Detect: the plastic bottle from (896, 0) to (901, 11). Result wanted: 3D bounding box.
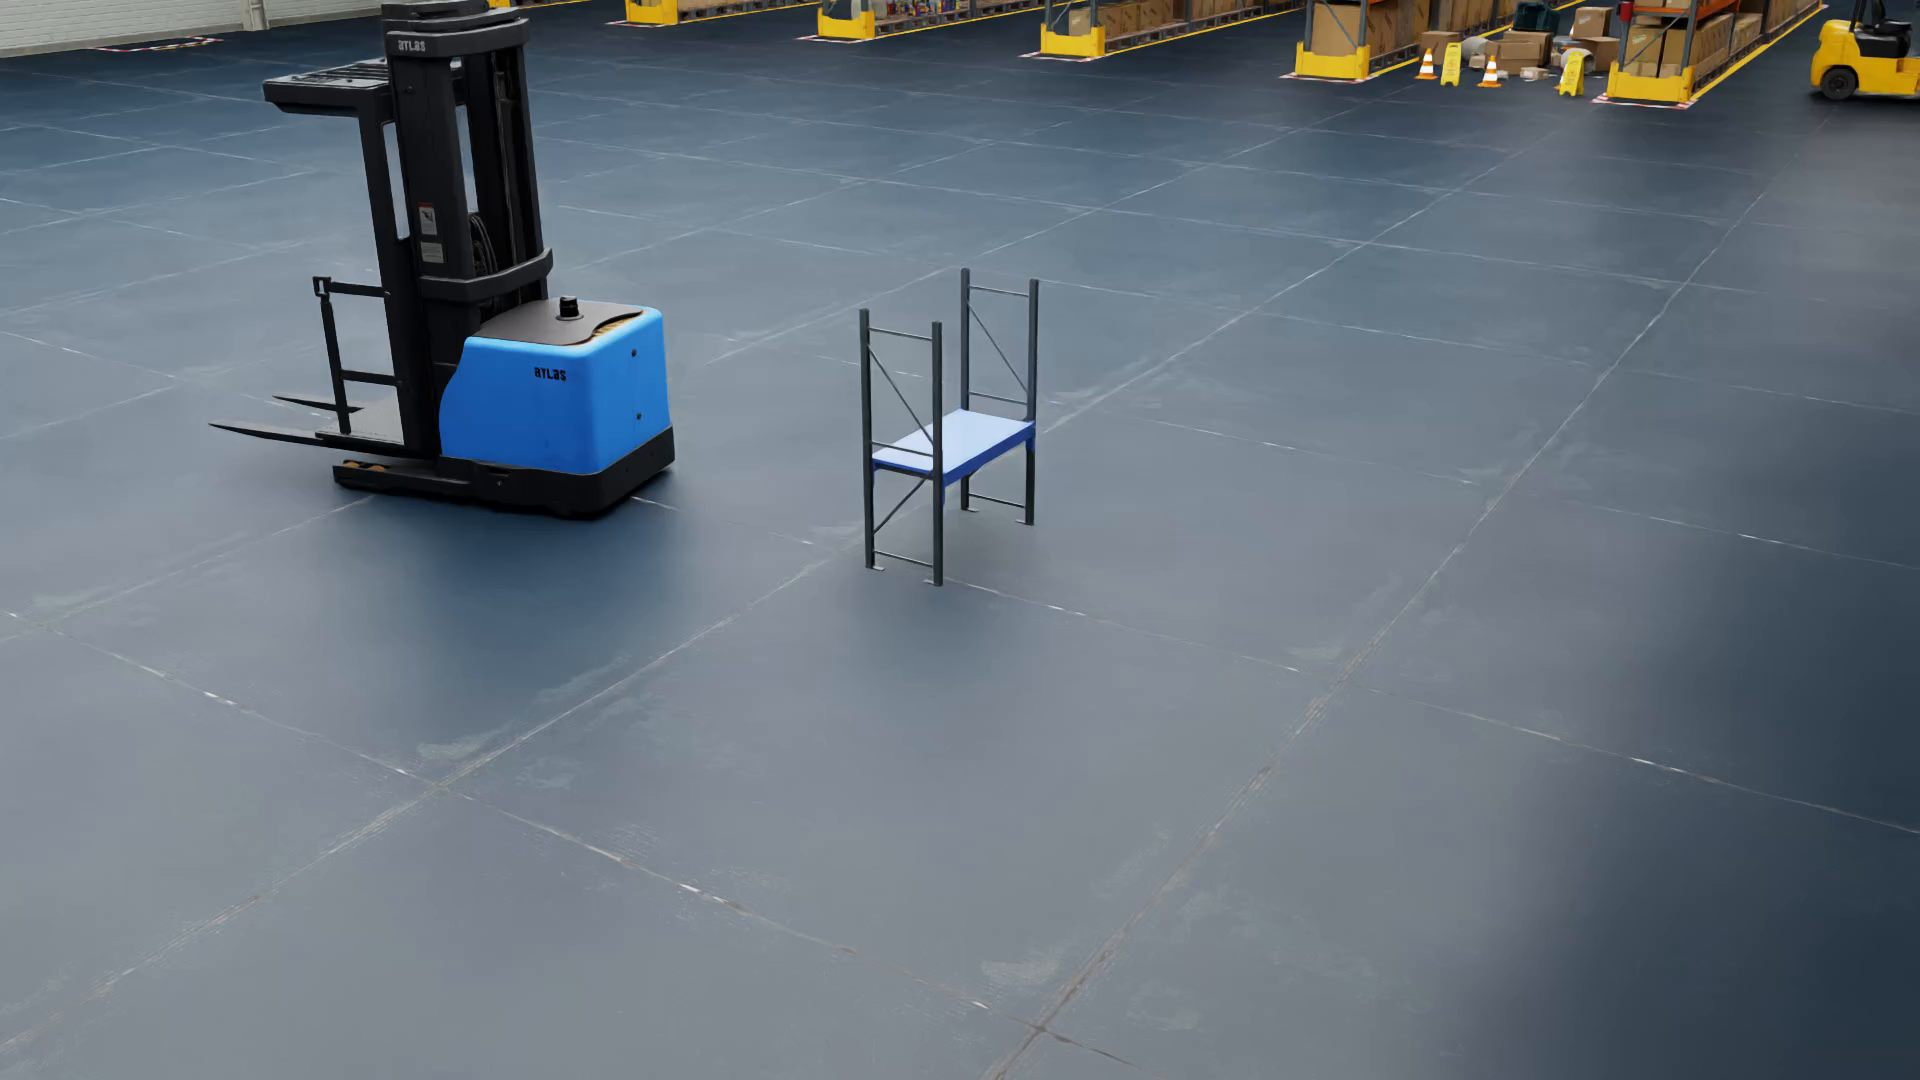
[{"bbox_3d":[-1.308,-11.063,34.309,0.144,0.351,0.185,15,28,31],"label":"plastic bottle"}]

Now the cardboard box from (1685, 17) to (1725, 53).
[{"bbox_3d":[11.900,-8.092,26.654,0.500,0.500,0.500,15,28,32],"label":"cardboard box"}]

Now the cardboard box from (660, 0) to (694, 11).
[{"bbox_3d":[-5.952,-11.286,34.978,0.500,0.250,0.500,14,27,29],"label":"cardboard box"}]

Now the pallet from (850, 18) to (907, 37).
[{"bbox_3d":[-1.785,-10.211,33.070,1.003,0.211,1.213,14,27,29],"label":"pallet"}]

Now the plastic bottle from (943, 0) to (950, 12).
[{"bbox_3d":[-0.304,-11.175,34.570,0.144,0.351,0.185,12,26,26],"label":"plastic bottle"}]

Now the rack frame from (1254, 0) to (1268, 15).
[{"bbox_3d":[6.210,-12.844,35.643,1.000,3.000,0.127,14,27,29],"label":"rack frame"}]

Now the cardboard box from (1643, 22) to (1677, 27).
[{"bbox_3d":[10.883,-7.844,26.082,0.500,0.500,0.500,15,28,31],"label":"cardboard box"}]

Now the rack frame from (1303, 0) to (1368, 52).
[{"bbox_3d":[6.150,-9.070,26.926,1.000,3.000,0.127,14,27,29],"label":"rack frame"}]

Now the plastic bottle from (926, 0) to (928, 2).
[{"bbox_3d":[-0.654,-11.004,34.258,0.061,0.283,0.133,14,27,29],"label":"plastic bottle"}]

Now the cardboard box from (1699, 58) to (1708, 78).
[{"bbox_3d":[11.345,-7.383,25.961,0.500,0.250,0.500,15,28,31],"label":"cardboard box"}]

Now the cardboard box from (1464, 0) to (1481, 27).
[{"bbox_3d":[9.514,-10.448,32.412,1.050,0.750,0.750,14,27,30],"label":"cardboard box"}]

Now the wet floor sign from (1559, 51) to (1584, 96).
[{"bbox_3d":[9.400,-7.147,25.446,0.232,0.644,0.267,-17,29,-35],"label":"wet floor sign"}]

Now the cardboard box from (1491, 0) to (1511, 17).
[{"bbox_3d":[10.960,-11.001,34.004,0.500,0.500,0.500,13,26,27],"label":"cardboard box"}]

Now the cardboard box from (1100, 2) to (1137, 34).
[{"bbox_3d":[2.966,-9.813,31.259,0.500,0.500,0.500,17,29,34],"label":"cardboard box"}]

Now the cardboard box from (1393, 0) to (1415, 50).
[{"bbox_3d":[7.397,-9.135,29.222,0.875,0.875,0.875,14,27,29],"label":"cardboard box"}]

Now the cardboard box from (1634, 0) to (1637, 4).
[{"bbox_3d":[10.464,-8.231,25.305,0.380,0.149,0.250,14,27,28],"label":"cardboard box"}]

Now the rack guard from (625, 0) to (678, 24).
[{"bbox_3d":[-6.437,-11.066,34.682,1.175,0.500,0.348,14,27,29],"label":"rack guard"}]

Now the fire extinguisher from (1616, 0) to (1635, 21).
[{"bbox_3d":[9.957,-8.089,24.758,0.296,0.674,0.183,14,27,29],"label":"fire extinguisher"}]

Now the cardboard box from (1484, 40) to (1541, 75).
[{"bbox_3d":[9.185,-8.045,27.700,0.797,0.503,0.637,-3,24,-7],"label":"cardboard box"}]

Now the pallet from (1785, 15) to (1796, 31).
[{"bbox_3d":[16.396,-10.561,33.880,1.003,0.211,1.213,14,27,29],"label":"pallet"}]

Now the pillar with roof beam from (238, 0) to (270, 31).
[{"bbox_3d":[-10.508,-13.501,29.610,9.100,9.000,0.400,14,27,29],"label":"pillar with roof beam"}]

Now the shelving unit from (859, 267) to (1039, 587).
[{"bbox_3d":[-0.045,-0.659,9.386,0.538,1.500,1.048,14,27,29],"label":"shelving unit"}]

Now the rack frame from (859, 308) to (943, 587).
[{"bbox_3d":[-0.313,-0.488,8.989,0.500,1.500,0.032,14,27,29],"label":"rack frame"}]

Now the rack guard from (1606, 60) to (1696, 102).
[{"bbox_3d":[10.449,-6.945,25.165,1.175,0.500,0.348,14,27,29],"label":"rack guard"}]

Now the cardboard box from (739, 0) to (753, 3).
[{"bbox_3d":[-4.896,-11.961,36.536,0.500,0.250,0.500,14,27,29],"label":"cardboard box"}]

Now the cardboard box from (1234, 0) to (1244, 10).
[{"bbox_3d":[5.592,-11.478,35.082,0.700,0.500,0.500,11,26,25],"label":"cardboard box"}]

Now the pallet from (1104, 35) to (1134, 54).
[{"bbox_3d":[2.489,-9.156,30.635,1.003,0.211,1.213,14,27,29],"label":"pallet"}]

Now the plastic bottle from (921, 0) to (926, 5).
[{"bbox_3d":[-0.764,-11.302,34.863,0.144,0.351,0.185,14,27,29],"label":"plastic bottle"}]

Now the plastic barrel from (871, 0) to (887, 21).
[{"bbox_3d":[-1.671,-10.640,33.155,0.421,0.512,0.421,0,23,0],"label":"plastic barrel"}]

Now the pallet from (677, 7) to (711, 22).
[{"bbox_3d":[-6.056,-11.208,35.375,1.003,0.211,1.213,14,27,29],"label":"pallet"}]

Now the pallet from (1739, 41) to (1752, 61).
[{"bbox_3d":[13.571,-8.814,29.844,1.003,0.211,1.213,14,27,29],"label":"pallet"}]

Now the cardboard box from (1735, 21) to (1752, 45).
[{"bbox_3d":[13.535,-9.060,29.681,0.950,0.372,0.625,15,28,31],"label":"cardboard box"}]

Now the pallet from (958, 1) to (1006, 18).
[{"bbox_3d":[0.273,-11.525,36.107,1.003,0.211,1.213,14,27,29],"label":"pallet"}]

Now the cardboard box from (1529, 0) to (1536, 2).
[{"bbox_3d":[12.033,-11.690,35.596,0.500,0.500,0.500,13,27,28],"label":"cardboard box"}]

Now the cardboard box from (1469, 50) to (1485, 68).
[{"bbox_3d":[8.918,-8.199,28.356,0.396,0.266,0.258,20,30,38],"label":"cardboard box"}]

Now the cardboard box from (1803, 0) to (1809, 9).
[{"bbox_3d":[17.633,-11.626,35.526,0.875,0.438,0.875,13,27,27],"label":"cardboard box"}]

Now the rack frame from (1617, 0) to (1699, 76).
[{"bbox_3d":[10.409,-8.067,24.609,1.000,3.000,0.127,14,27,29],"label":"rack frame"}]

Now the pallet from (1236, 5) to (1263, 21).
[{"bbox_3d":[5.796,-11.301,35.589,1.003,0.211,1.213,14,27,29],"label":"pallet"}]

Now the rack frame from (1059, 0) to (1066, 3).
[{"bbox_3d":[2.002,-13.882,38.041,1.000,3.000,0.127,14,27,29],"label":"rack frame"}]

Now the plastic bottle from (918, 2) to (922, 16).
[{"bbox_3d":[-0.816,-10.794,33.788,0.097,0.271,0.097,0,23,0],"label":"plastic bottle"}]

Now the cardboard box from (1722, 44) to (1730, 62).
[{"bbox_3d":[12.436,-8.092,27.599,0.500,0.250,0.500,15,28,31],"label":"cardboard box"}]

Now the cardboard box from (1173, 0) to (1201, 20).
[{"bbox_3d":[4.442,-10.751,33.402,0.700,0.500,0.500,12,26,25],"label":"cardboard box"}]

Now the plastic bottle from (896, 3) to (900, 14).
[{"bbox_3d":[-1.276,-10.917,34.162,0.097,0.201,0.097,0,23,0],"label":"plastic bottle"}]

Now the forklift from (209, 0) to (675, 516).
[{"bbox_3d":[-3.418,-1.831,10.291,3.031,2.935,1.130,8,25,18],"label":"forklift"}]

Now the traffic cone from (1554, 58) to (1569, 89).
[{"bbox_3d":[9.540,-7.318,26.072,0.336,0.463,0.334,14,27,29],"label":"traffic cone"}]

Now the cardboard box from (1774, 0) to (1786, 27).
[{"bbox_3d":[15.538,-10.501,32.376,0.875,0.875,0.875,14,27,30],"label":"cardboard box"}]

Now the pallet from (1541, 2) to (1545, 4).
[{"bbox_3d":[12.071,-11.578,36.228,1.003,0.211,1.213,14,27,29],"label":"pallet"}]

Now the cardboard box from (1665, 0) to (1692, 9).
[{"bbox_3d":[10.764,-8.023,24.823,0.380,0.149,0.250,14,27,29],"label":"cardboard box"}]

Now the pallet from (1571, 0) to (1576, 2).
[{"bbox_3d":[14.092,-12.898,39.279,1.003,0.211,1.213,14,27,29],"label":"pallet"}]

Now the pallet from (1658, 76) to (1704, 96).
[{"bbox_3d":[10.908,-7.080,25.838,1.003,0.211,1.213,14,27,29],"label":"pallet"}]

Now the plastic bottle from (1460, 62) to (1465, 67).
[{"bbox_3d":[8.520,-8.166,28.536,0.283,0.061,0.133,5,24,11],"label":"plastic bottle"}]

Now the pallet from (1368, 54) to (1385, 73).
[{"bbox_3d":[6.506,-8.077,28.141,1.003,0.211,1.213,14,27,29],"label":"pallet"}]

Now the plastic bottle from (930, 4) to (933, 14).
[{"bbox_3d":[-0.603,-10.898,34.117,0.097,0.201,0.097,0,23,0],"label":"plastic bottle"}]
